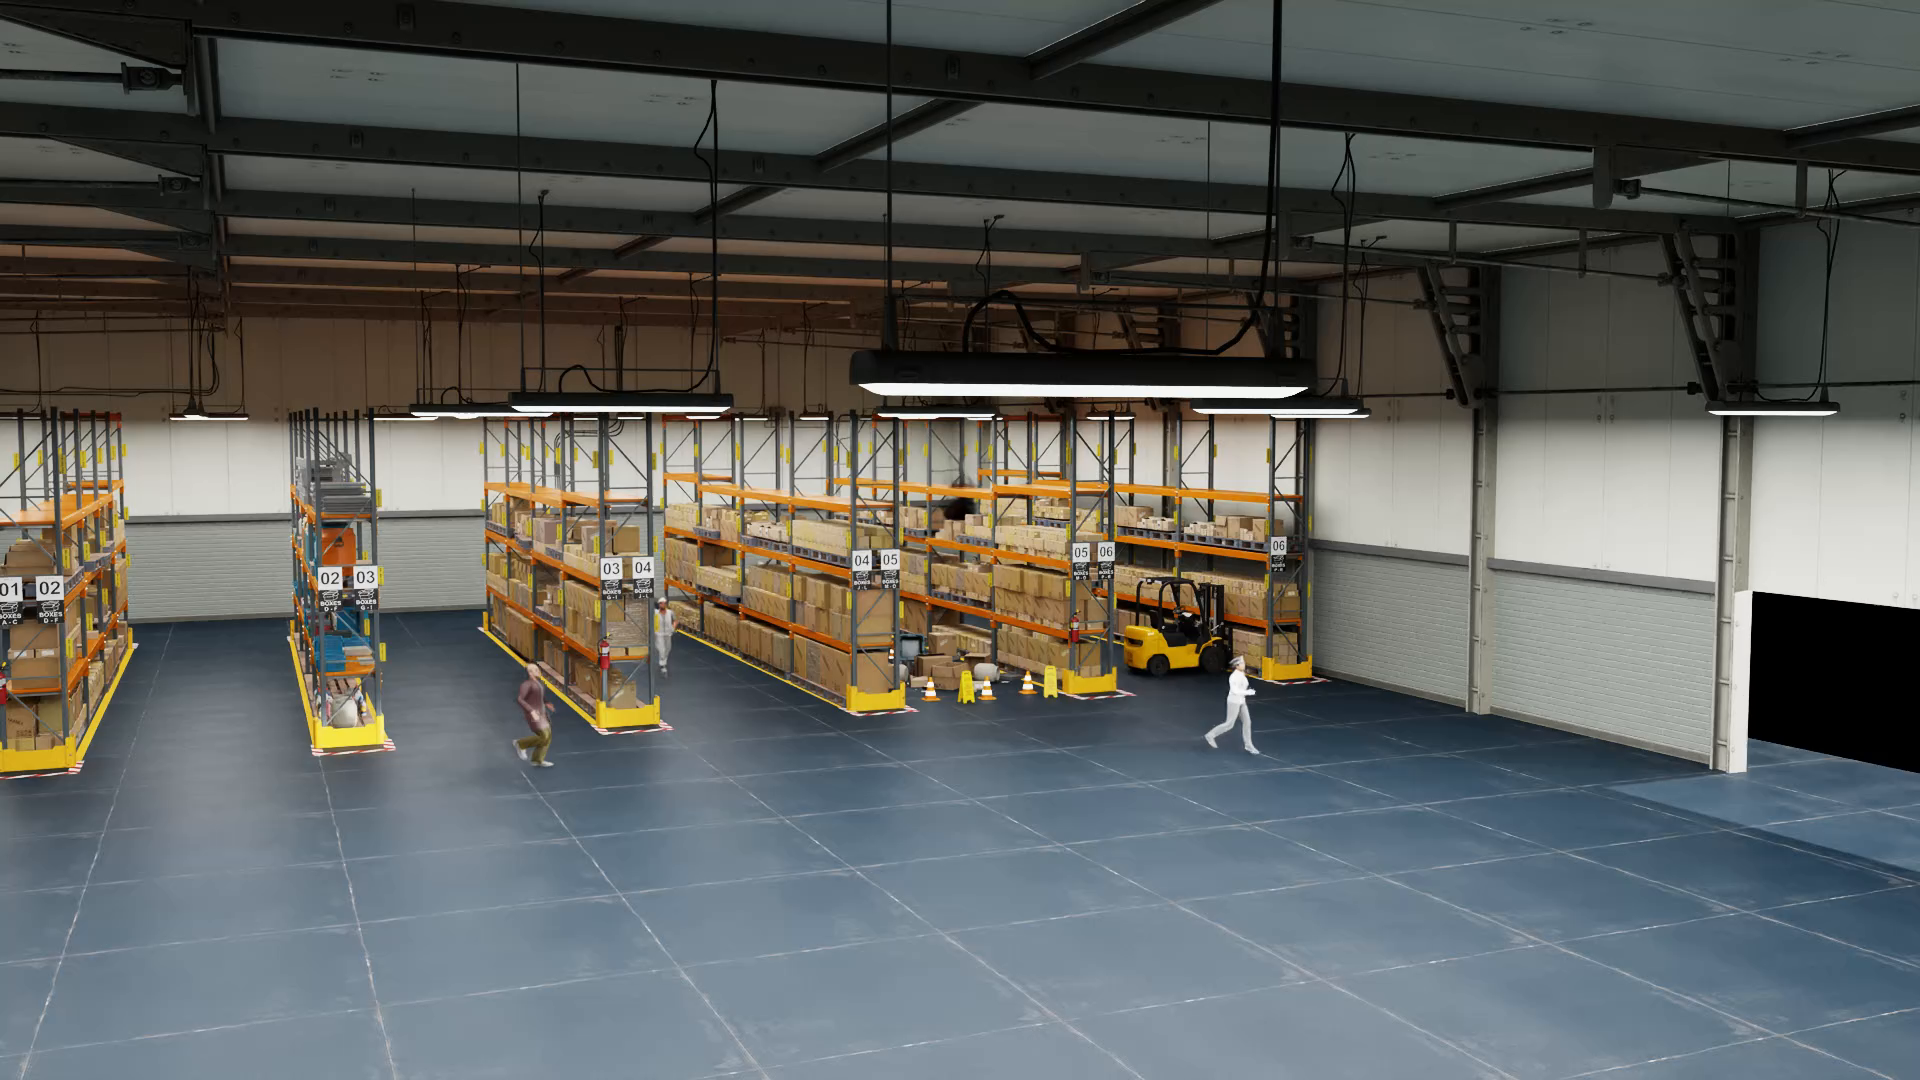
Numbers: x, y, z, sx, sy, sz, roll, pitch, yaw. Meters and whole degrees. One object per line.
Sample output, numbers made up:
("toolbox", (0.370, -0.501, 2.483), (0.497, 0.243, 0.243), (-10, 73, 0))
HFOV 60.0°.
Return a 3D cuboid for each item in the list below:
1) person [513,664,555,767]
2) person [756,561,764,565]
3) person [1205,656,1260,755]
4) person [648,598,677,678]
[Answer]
("person", (-7.114, 2.923, 27.752), (0.631, 1.726, 0.726), (1, 4, 9))
("person", (-5.680, 1.526, 47.186), (0.662, 1.845, 0.790), (-2, 4, -27))
("person", (4.761, 2.851, 28.914), (0.937, 1.717, 0.622), (2, 4, 26))
("person", (-6.738, 2.192, 37.738), (0.663, 1.792, 0.927), (-2, 4, -24))
